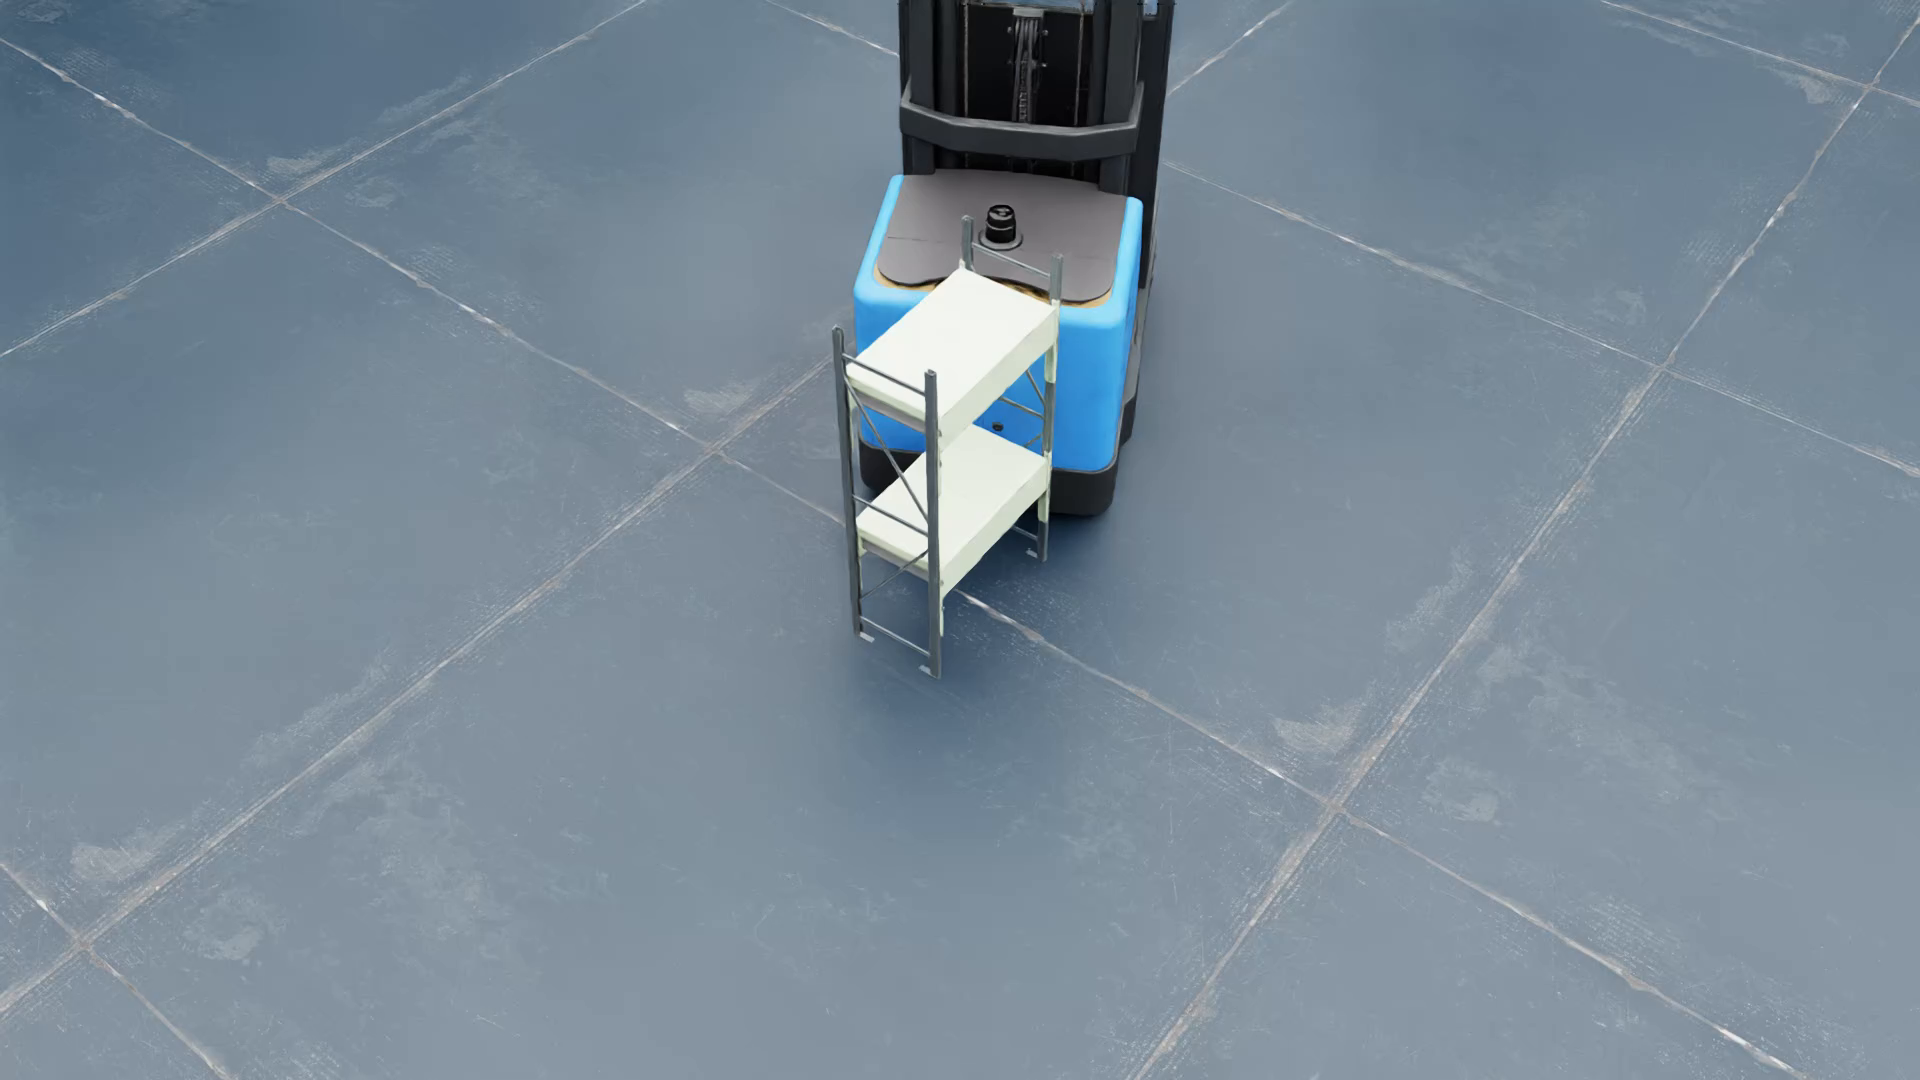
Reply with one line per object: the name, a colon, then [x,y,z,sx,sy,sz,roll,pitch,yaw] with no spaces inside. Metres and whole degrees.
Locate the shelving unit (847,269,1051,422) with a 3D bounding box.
shelving unit: [-0.032,-0.660,5.619,0.368,0.052,0.686,27,52,23]

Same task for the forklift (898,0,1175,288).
forklift: [0.413,-2.429,7.180,1.118,2.733,2.170,7,47,7]

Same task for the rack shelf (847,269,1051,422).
rack shelf: [-0.032,-0.660,5.619,0.368,0.052,0.686,27,52,23]
